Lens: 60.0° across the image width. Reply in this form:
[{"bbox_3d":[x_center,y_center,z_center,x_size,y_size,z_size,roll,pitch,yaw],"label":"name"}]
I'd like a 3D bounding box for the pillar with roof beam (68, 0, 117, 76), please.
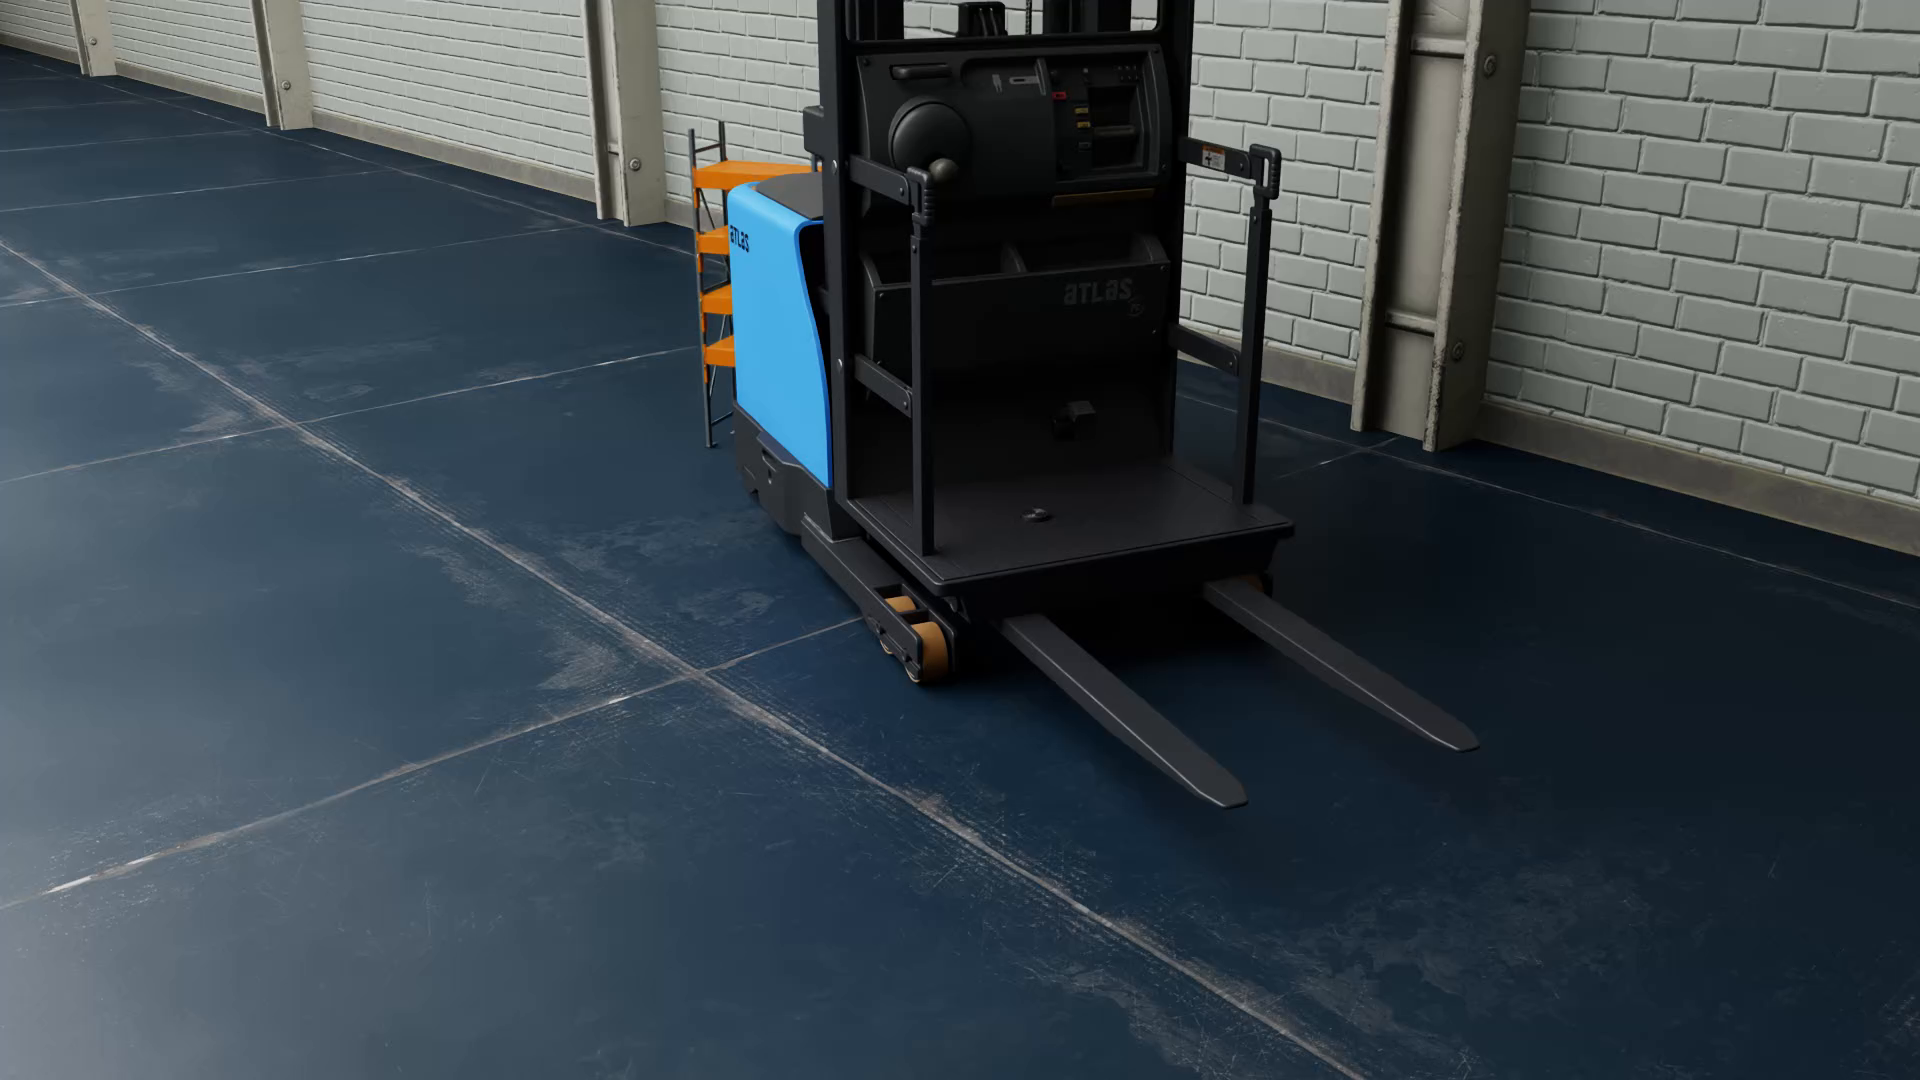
[{"bbox_3d":[-13.216,-8.564,15.009,9.100,9.000,0.400,-17,27,-37],"label":"pillar with roof beam"}]

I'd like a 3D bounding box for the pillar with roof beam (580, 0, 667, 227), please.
[{"bbox_3d":[-5.383,-5.248,6.545,9.100,9.000,0.400,-17,27,-37],"label":"pillar with roof beam"}]

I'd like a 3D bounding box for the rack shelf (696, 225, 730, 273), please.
[{"bbox_3d":[-0.696,-1.064,6.126,0.480,0.148,0.258,8,23,20],"label":"rack shelf"}]

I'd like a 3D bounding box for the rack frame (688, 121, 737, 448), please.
[{"bbox_3d":[-0.922,-0.952,6.268,0.015,1.200,0.240,8,23,20],"label":"rack frame"}]

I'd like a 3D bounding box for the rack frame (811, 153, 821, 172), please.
[{"bbox_3d":[-0.469,-0.886,6.099,0.015,1.200,0.240,8,23,20],"label":"rack frame"}]

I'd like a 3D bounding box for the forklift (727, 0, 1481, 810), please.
[{"bbox_3d":[0.250,-1.155,4.415,1.130,2.935,3.031,-9,23,-22],"label":"forklift"}]

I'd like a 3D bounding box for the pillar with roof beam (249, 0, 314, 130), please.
[{"bbox_3d":[-9.300,-6.906,10.777,9.100,9.000,0.400,-17,27,-37],"label":"pillar with roof beam"}]

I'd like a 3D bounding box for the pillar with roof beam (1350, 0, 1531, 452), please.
[{"bbox_3d":[-1.467,-3.591,2.312,9.100,9.000,0.400,-17,27,-37],"label":"pillar with roof beam"}]

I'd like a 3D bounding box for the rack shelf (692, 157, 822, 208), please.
[{"bbox_3d":[-0.696,-1.284,6.039,0.480,0.148,0.258,8,23,20],"label":"rack shelf"}]

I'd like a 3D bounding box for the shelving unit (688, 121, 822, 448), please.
[{"bbox_3d":[-0.696,-0.919,6.184,0.503,1.200,0.258,8,23,20],"label":"shelving unit"}]

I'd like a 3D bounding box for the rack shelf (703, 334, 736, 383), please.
[{"bbox_3d":[-0.695,-0.672,6.281,0.480,0.148,0.258,8,23,20],"label":"rack shelf"}]

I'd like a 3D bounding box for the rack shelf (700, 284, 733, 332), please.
[{"bbox_3d":[-0.696,-0.856,6.208,0.480,0.148,0.258,8,23,20],"label":"rack shelf"}]
